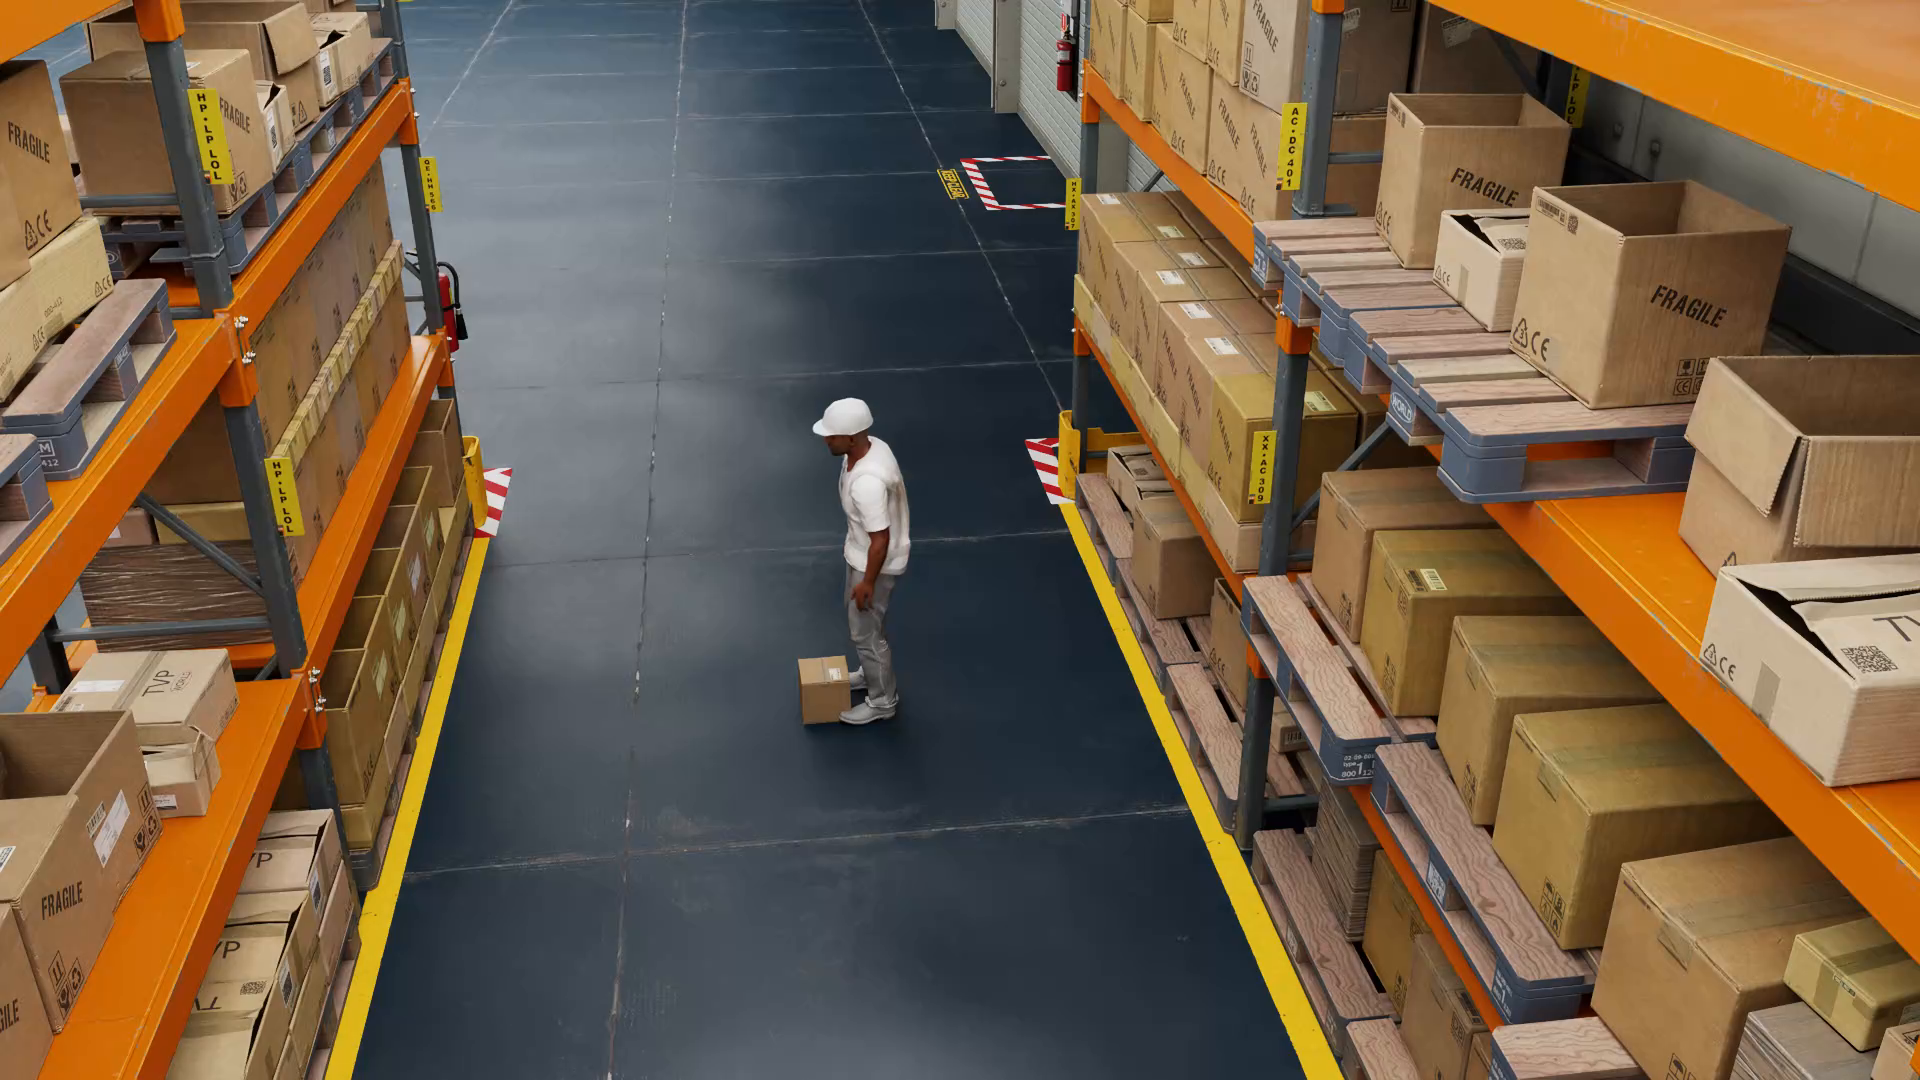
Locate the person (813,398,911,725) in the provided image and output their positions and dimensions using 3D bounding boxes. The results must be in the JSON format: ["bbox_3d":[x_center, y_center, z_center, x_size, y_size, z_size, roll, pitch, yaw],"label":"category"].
[{"bbox_3d":[-0.485,0.091,8.418,0.460,1.760,0.627,-4,27,-7],"label":"person"}]
